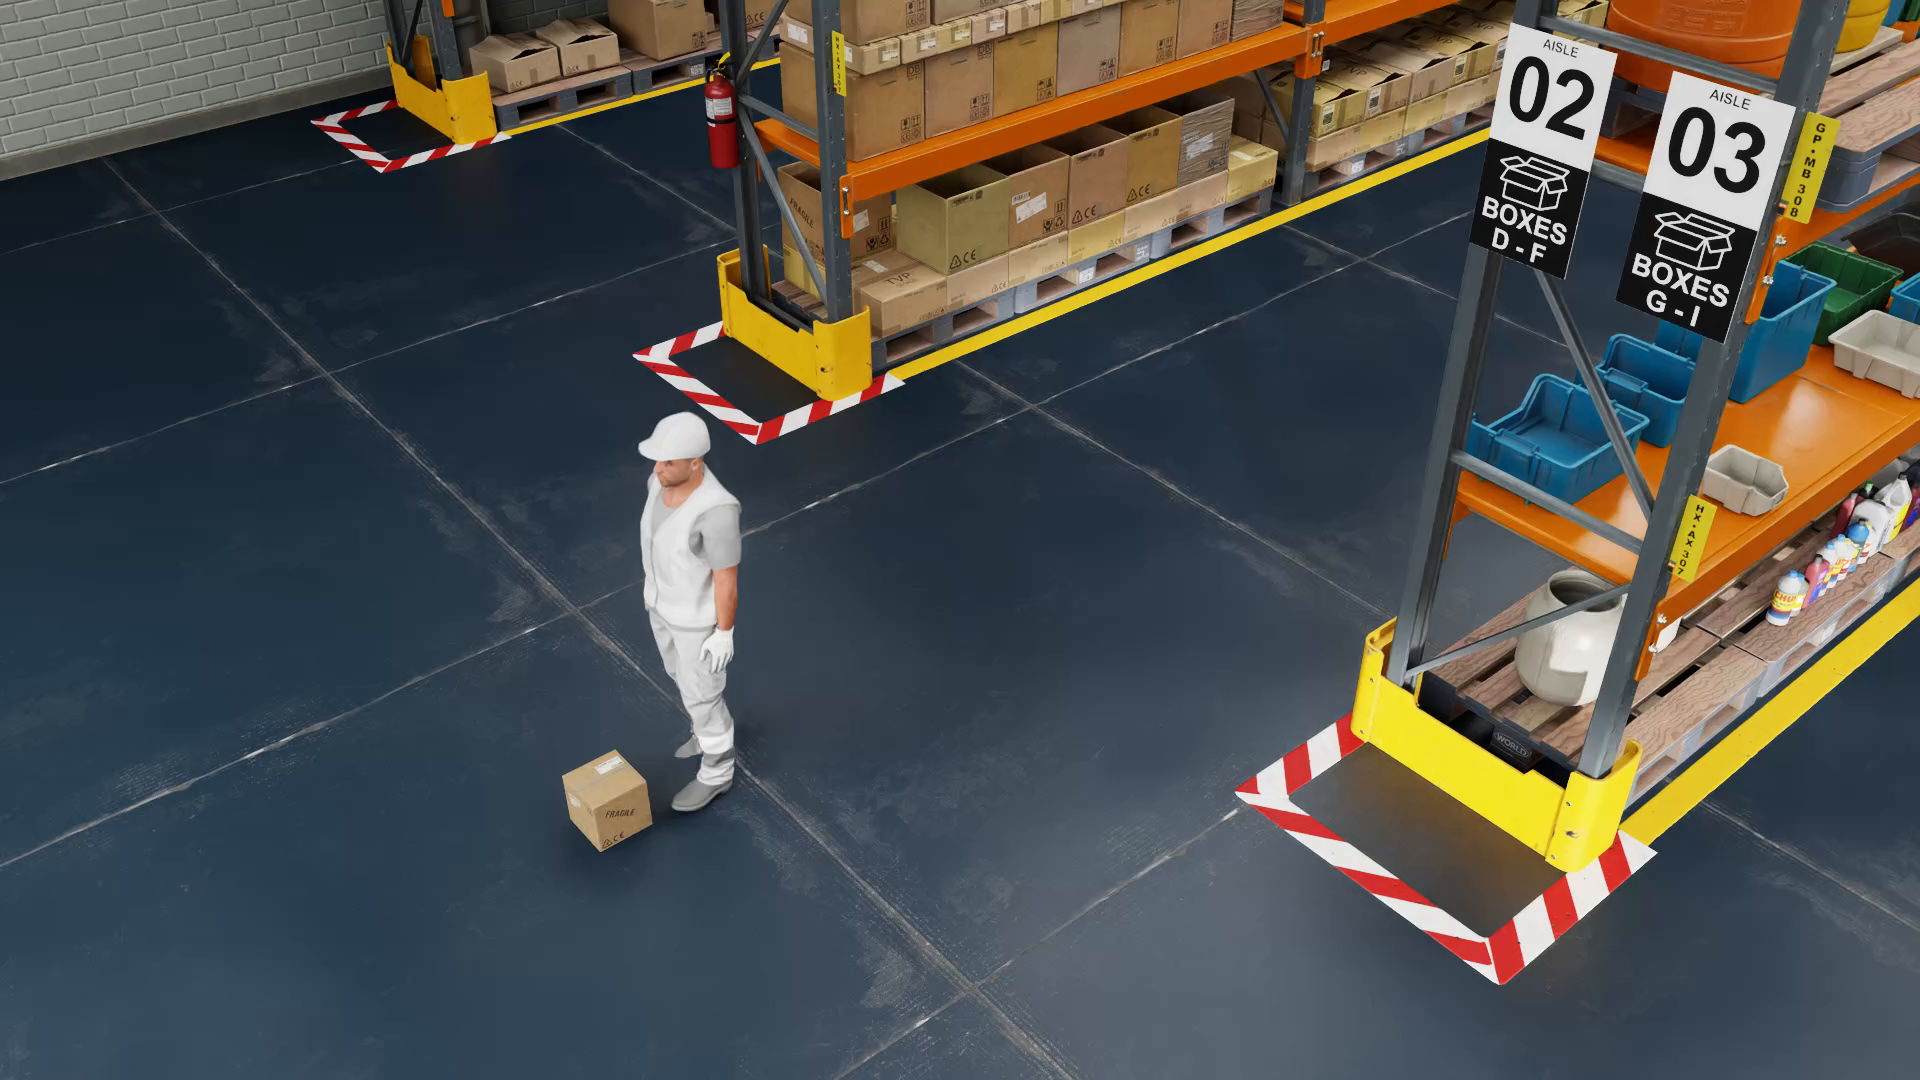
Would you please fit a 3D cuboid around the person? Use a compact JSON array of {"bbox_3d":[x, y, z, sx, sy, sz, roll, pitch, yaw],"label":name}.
[{"bbox_3d":[-1.090,0.303,6.667,0.477,1.830,0.542,-26,43,-31],"label":"person"}]
